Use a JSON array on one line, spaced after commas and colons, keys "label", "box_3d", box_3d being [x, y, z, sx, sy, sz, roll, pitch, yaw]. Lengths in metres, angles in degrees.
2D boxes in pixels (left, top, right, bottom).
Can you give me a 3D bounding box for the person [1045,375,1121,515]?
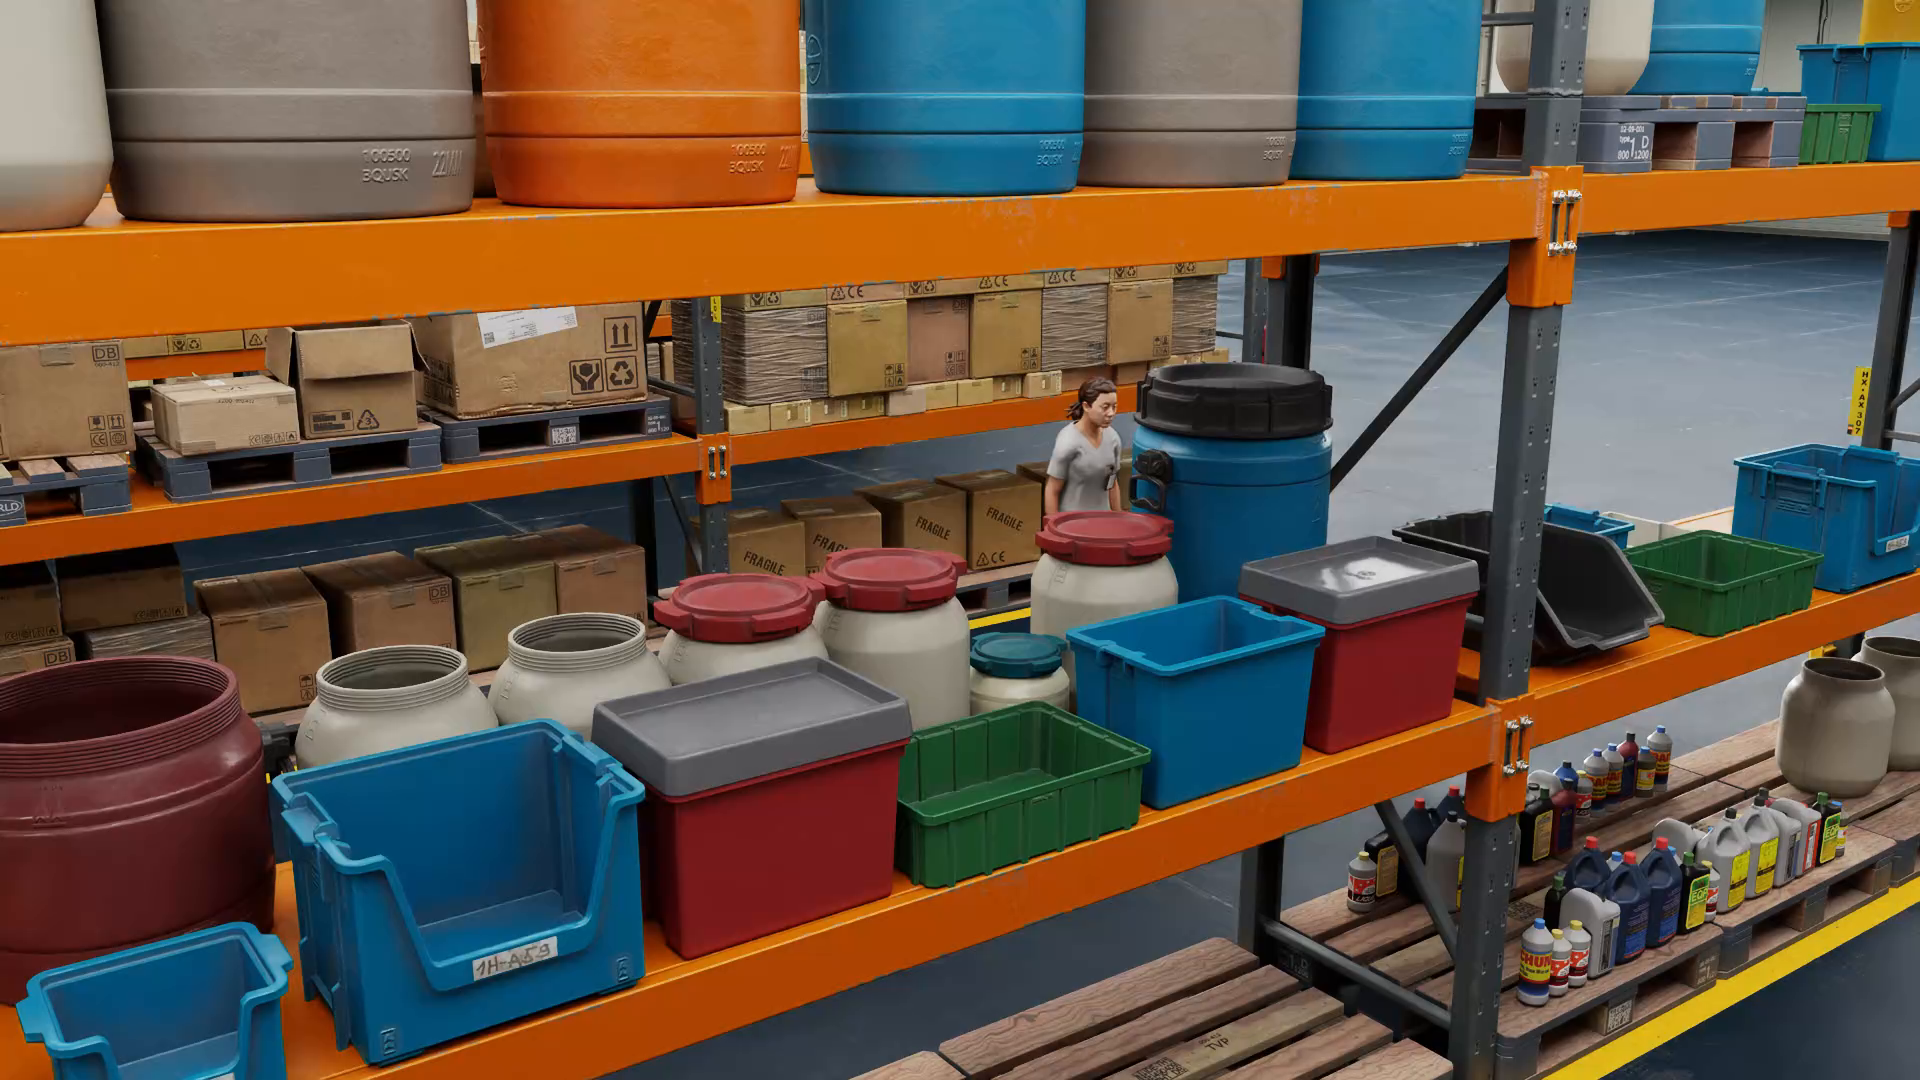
[{"label": "person", "box_3d": [0.666, -0.019, 8.587, 0.485, 1.672, 0.411, -11, 18, -35]}]
